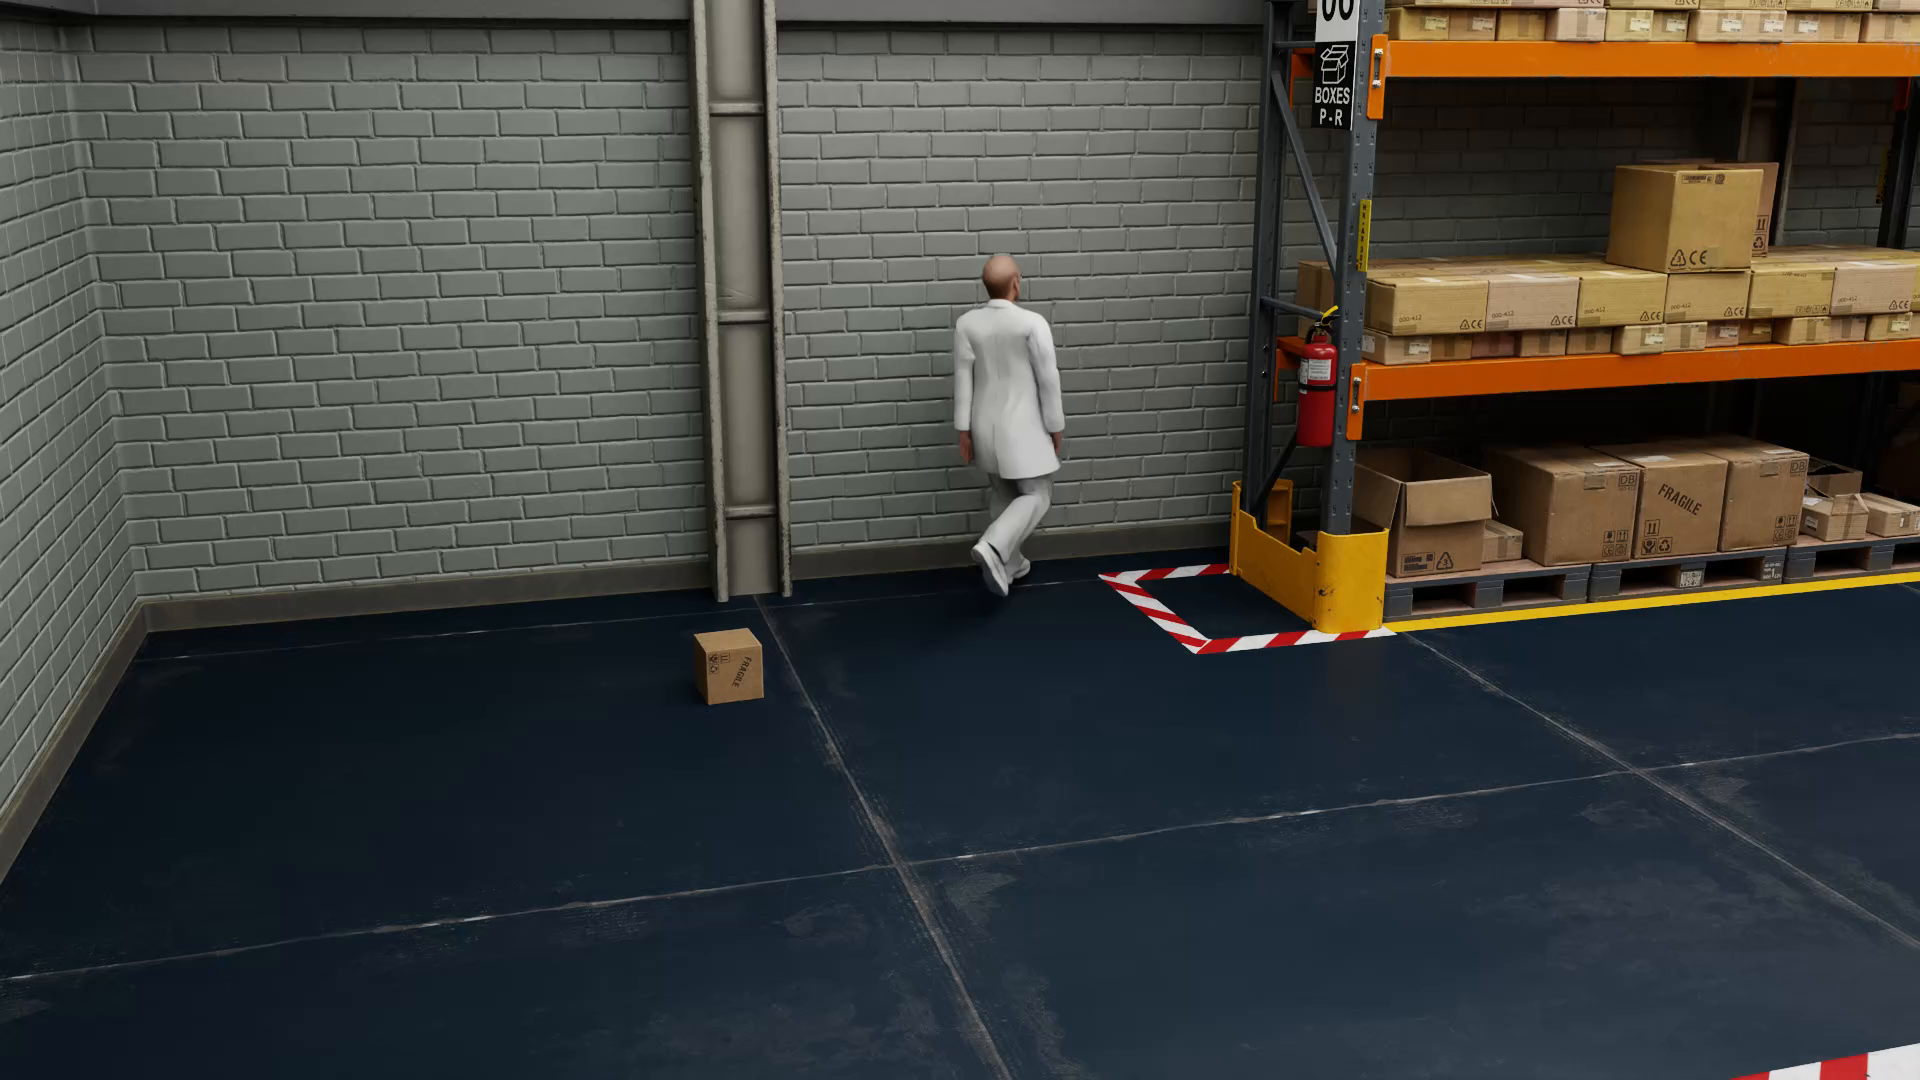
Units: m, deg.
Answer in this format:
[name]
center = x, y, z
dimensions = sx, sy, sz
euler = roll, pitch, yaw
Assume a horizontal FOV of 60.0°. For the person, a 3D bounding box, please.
[person]
center = 0.236, -0.573, 8.524
dimensions = 0.588, 1.753, 0.835
euler = 9, 18, 28
